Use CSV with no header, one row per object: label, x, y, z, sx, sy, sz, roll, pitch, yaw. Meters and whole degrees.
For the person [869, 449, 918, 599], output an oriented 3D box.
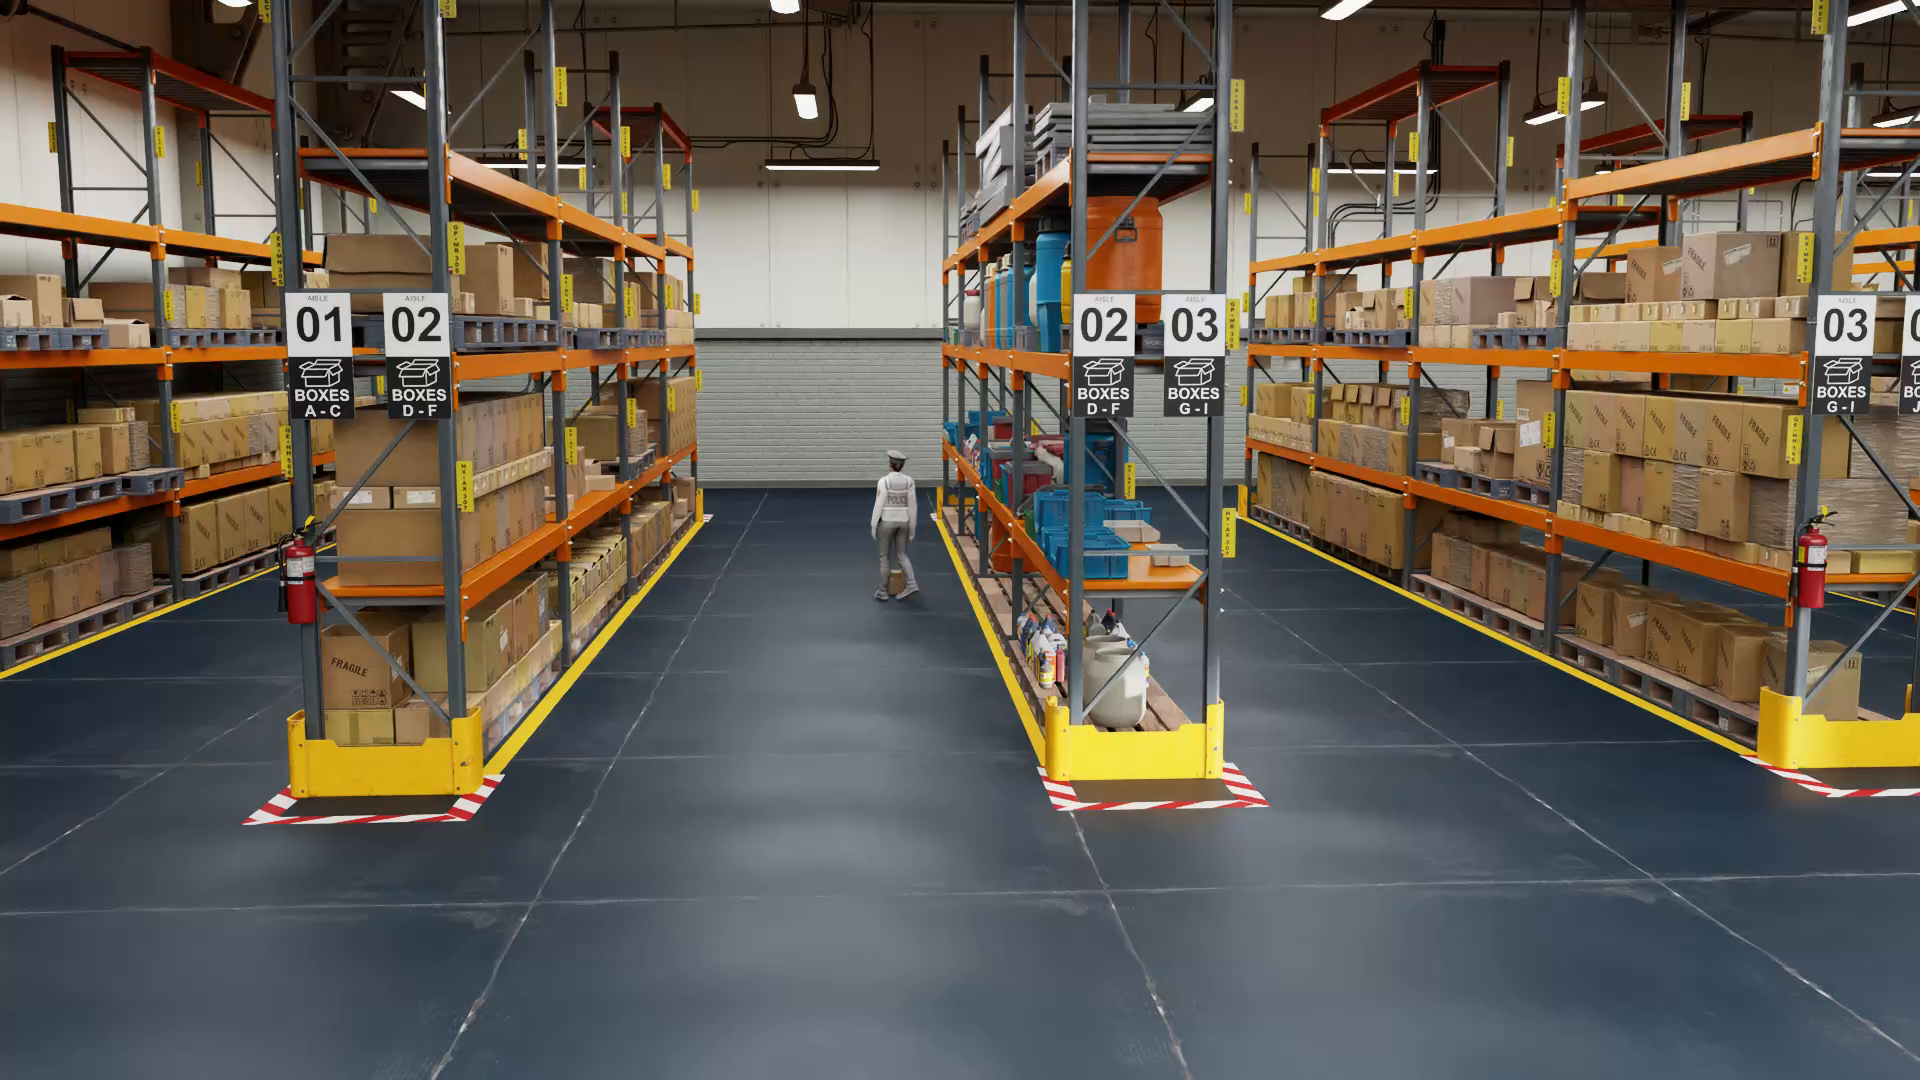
person,-0.769,-0.169,18.490,0.528,1.673,0.553,-3,8,-25
